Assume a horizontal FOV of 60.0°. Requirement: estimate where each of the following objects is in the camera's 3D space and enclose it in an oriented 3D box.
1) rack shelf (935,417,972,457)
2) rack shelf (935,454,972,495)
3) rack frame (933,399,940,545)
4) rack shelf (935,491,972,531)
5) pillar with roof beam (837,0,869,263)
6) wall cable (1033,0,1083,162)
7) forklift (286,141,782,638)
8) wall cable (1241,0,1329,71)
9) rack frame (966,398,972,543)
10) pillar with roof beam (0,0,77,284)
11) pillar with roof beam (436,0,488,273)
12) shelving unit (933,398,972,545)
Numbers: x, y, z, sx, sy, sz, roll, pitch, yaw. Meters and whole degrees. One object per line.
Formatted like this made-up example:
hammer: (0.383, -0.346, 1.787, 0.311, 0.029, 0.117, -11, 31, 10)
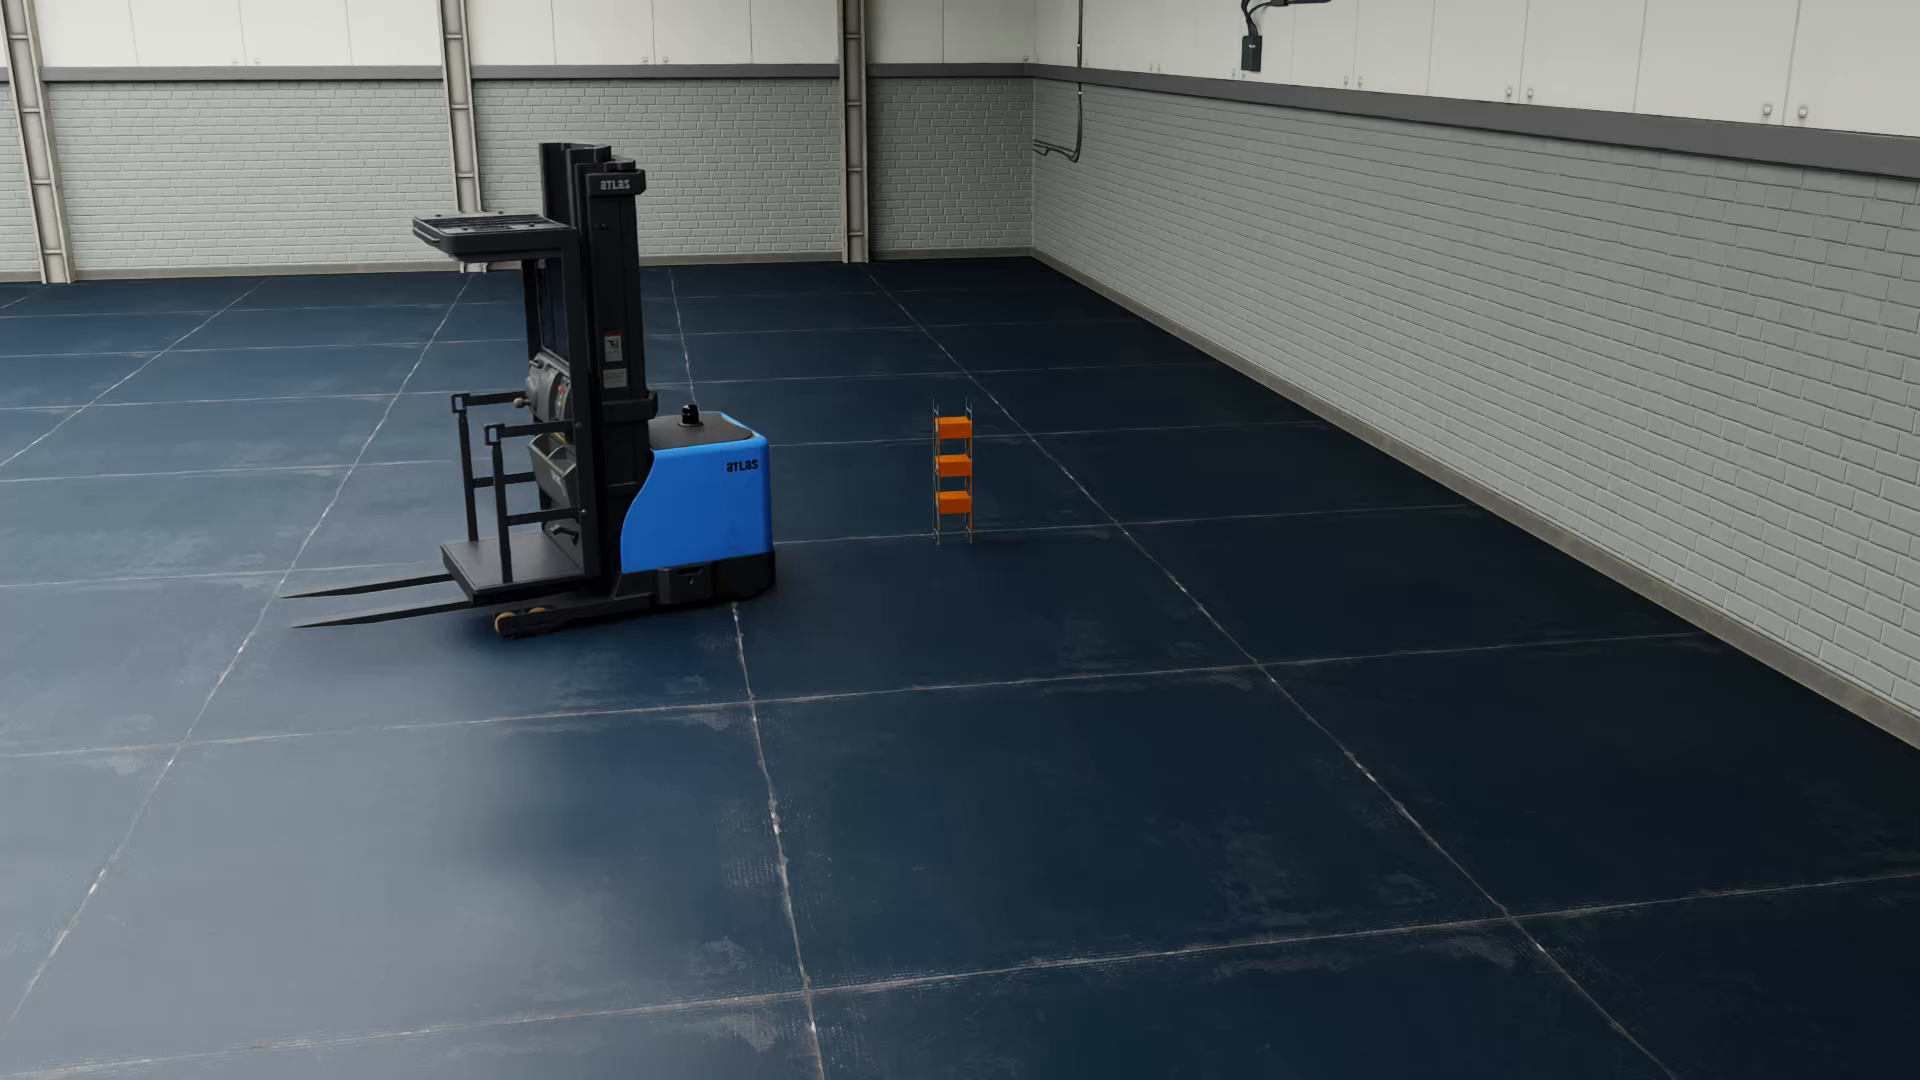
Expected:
rack shelf: (-0.053, -0.760, 12.068, 0.240, 0.259, 0.215, -3, 17, -10)
rack shelf: (-0.053, -0.489, 12.151, 0.240, 0.259, 0.215, -3, 17, -10)
rack frame: (-0.172, -0.492, 12.126, 0.008, 1.050, 0.200, -3, 17, -10)
rack shelf: (-0.053, -0.223, 12.233, 0.240, 0.259, 0.215, -3, 17, -10)
pillar with roof beam: (-0.886, -7.599, 21.725, 0.400, 9.000, 9.100, -3, 17, -10)
wall cable: (1.440, -7.138, 25.515, 0.112, 2.526, 3.097, -3, 17, -10)
forklift: (-2.743, -0.968, 10.472, 3.031, 2.935, 1.130, -9, 19, -26)
wall cable: (3.226, -7.511, 15.646, 0.169, 6.003, 2.305, -3, 17, -10)
rack frame: (0.067, -0.506, 12.170, 0.008, 1.050, 0.200, -3, 17, -10)
pillar with roof beam: (-12.668, -6.930, 19.549, 0.400, 9.000, 9.100, -3, 17, -10)
pillar with roof beam: (-6.777, -7.265, 20.637, 0.400, 9.000, 9.100, -3, 17, -10)
shelving unit: (-0.053, -0.499, 12.148, 0.252, 1.050, 0.215, -3, 17, -10)
